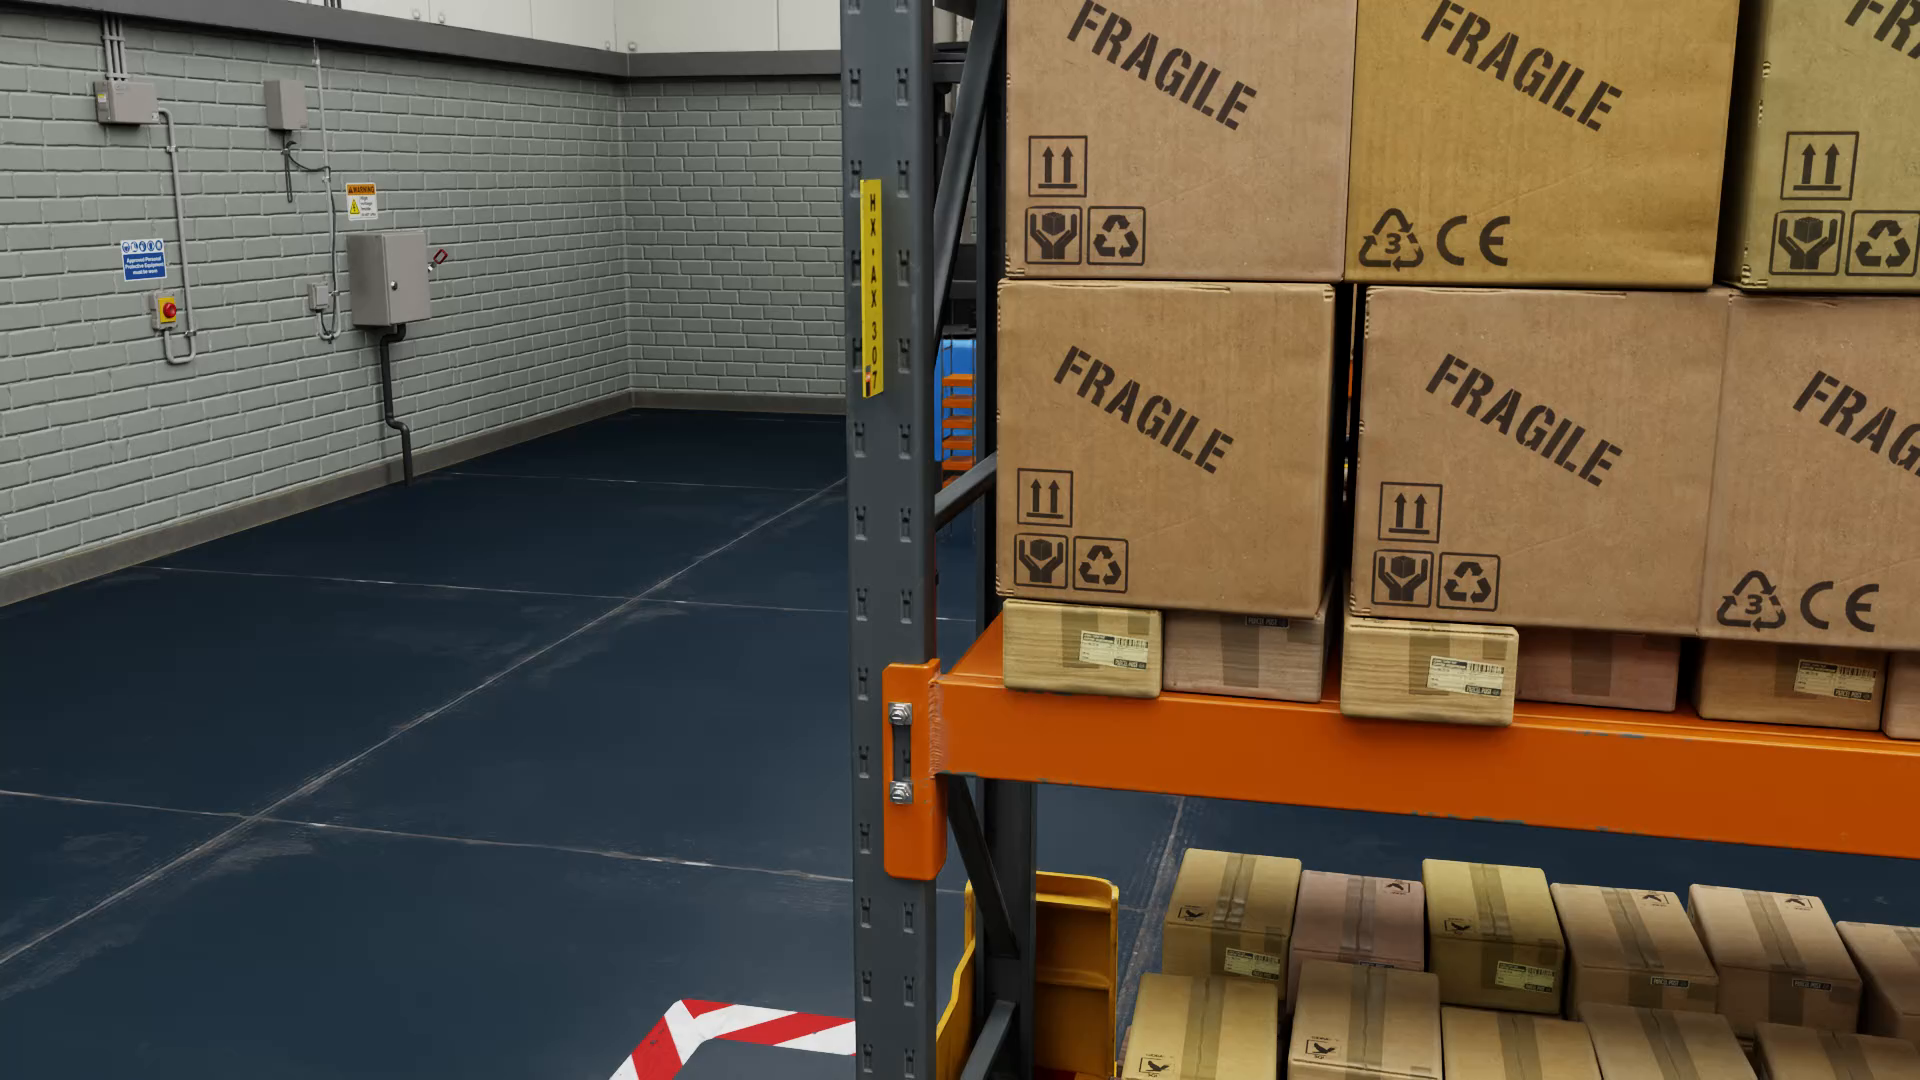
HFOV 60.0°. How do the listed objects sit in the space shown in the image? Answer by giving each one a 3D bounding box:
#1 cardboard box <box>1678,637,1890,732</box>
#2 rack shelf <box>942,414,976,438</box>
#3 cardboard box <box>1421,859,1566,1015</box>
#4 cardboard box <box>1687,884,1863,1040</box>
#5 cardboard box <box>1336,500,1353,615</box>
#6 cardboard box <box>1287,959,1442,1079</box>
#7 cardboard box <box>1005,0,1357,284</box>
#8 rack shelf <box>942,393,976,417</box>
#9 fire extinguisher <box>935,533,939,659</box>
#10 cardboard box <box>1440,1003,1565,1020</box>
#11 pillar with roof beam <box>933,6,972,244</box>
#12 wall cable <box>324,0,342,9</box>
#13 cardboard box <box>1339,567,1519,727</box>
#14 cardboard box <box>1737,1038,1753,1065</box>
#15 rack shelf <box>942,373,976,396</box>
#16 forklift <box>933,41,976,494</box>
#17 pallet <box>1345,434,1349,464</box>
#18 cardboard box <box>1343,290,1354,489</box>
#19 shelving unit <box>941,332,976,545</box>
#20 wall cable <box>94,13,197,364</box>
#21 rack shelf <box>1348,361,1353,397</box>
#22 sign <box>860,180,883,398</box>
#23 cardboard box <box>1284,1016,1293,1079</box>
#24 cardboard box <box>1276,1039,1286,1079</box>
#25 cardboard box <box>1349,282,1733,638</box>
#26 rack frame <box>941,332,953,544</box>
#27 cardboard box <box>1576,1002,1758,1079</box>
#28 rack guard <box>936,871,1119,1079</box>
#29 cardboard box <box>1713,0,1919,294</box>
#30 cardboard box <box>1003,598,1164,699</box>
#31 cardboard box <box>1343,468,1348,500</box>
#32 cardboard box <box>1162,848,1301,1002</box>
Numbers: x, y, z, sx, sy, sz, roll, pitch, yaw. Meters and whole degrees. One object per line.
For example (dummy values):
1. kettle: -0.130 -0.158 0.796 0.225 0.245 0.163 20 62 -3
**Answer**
1. cardboard box: 1.280 0.166 2.640 0.250 0.149 0.380 3 13 13
2. rack shelf: 0.014 -0.659 9.584 0.180 0.103 0.258 3 13 14
3. cardboard box: 1.083 0.806 3.413 0.250 0.149 0.380 3 13 12
4. cardboard box: 1.594 0.835 3.282 0.250 0.149 0.380 4 13 16
5. cardboard box: 0.860 0.035 3.232 0.250 0.149 0.380 3 13 13
6. cardboard box: 0.720 0.908 2.955 0.250 0.149 0.380 3 13 15
7. cardboard box: 0.369 -0.679 2.643 0.500 0.500 0.500 3 13 13
8. rack shelf: 0.014 -0.776 9.558 0.180 0.103 0.258 3 13 14
9. fire extinguisher: -0.138 0.034 3.696 0.183 0.674 0.296 3 13 14
10. cardboard box: 1.082 0.960 3.409 0.250 0.149 0.380 3 13 11
11. pillar with roof beam: -1.163 -4.519 9.327 0.400 9.000 9.100 3 13 14
12. wall cable: -3.619 -5.047 11.620 0.133 3.039 2.988 3 13 14
13. cardboard box: 0.738 0.162 2.658 0.250 0.149 0.380 3 13 12
14. cardboard box: 1.588 0.984 3.300 0.250 0.149 0.380 3 13 14
15. rack shelf: 0.014 -0.893 9.532 0.180 0.103 0.258 3 13 14
16. forklift: 0.229 -1.947 11.744 1.130 2.935 3.031 1 13 6
17. pallet: 3.118 -0.760 12.671 1.213 0.211 1.003 3 13 14
18. cardboard box: 0.494 -0.301 3.247 0.500 0.500 0.500 3 13 15
19. shelving unit: 0.014 -0.585 9.600 0.189 1.200 0.258 3 13 14
20. wall cable: -4.396 -1.921 9.050 0.123 1.953 0.585 3 13 14
21. rack shelf: 3.026 -0.667 7.477 4.000 0.370 1.077 3 13 14
22. sign: -0.133 -0.385 2.543 0.005 0.325 0.100 3 13 14
23. cardboard box: 0.557 1.094 3.489 0.250 0.149 0.380 3 13 14
24. cardboard box: 0.444 1.047 3.016 0.250 0.149 0.380 4 13 16
25. cardboard box: 0.892 -0.166 2.640 0.500 0.500 0.500 3 13 14
26. rack frame: -0.075 -0.590 9.622 0.006 1.200 0.240 3 13 14
27. cardboard box: 1.195 0.943 2.795 0.250 0.149 0.380 2 13 11
28. rack guard: 0.070 1.148 3.404 0.348 0.500 1.175 3 13 14
29. cardboard box: 1.360 -0.623 2.388 0.500 0.500 0.500 3 13 12
30. cardboard box: 0.232 0.132 2.792 0.250 0.149 0.380 3 13 13
31. cardboard box: 1.749 -0.063 8.039 0.875 0.438 0.875 3 13 12
32. cardboard box: 0.571 0.795 3.466 0.250 0.149 0.380 3 13 14
